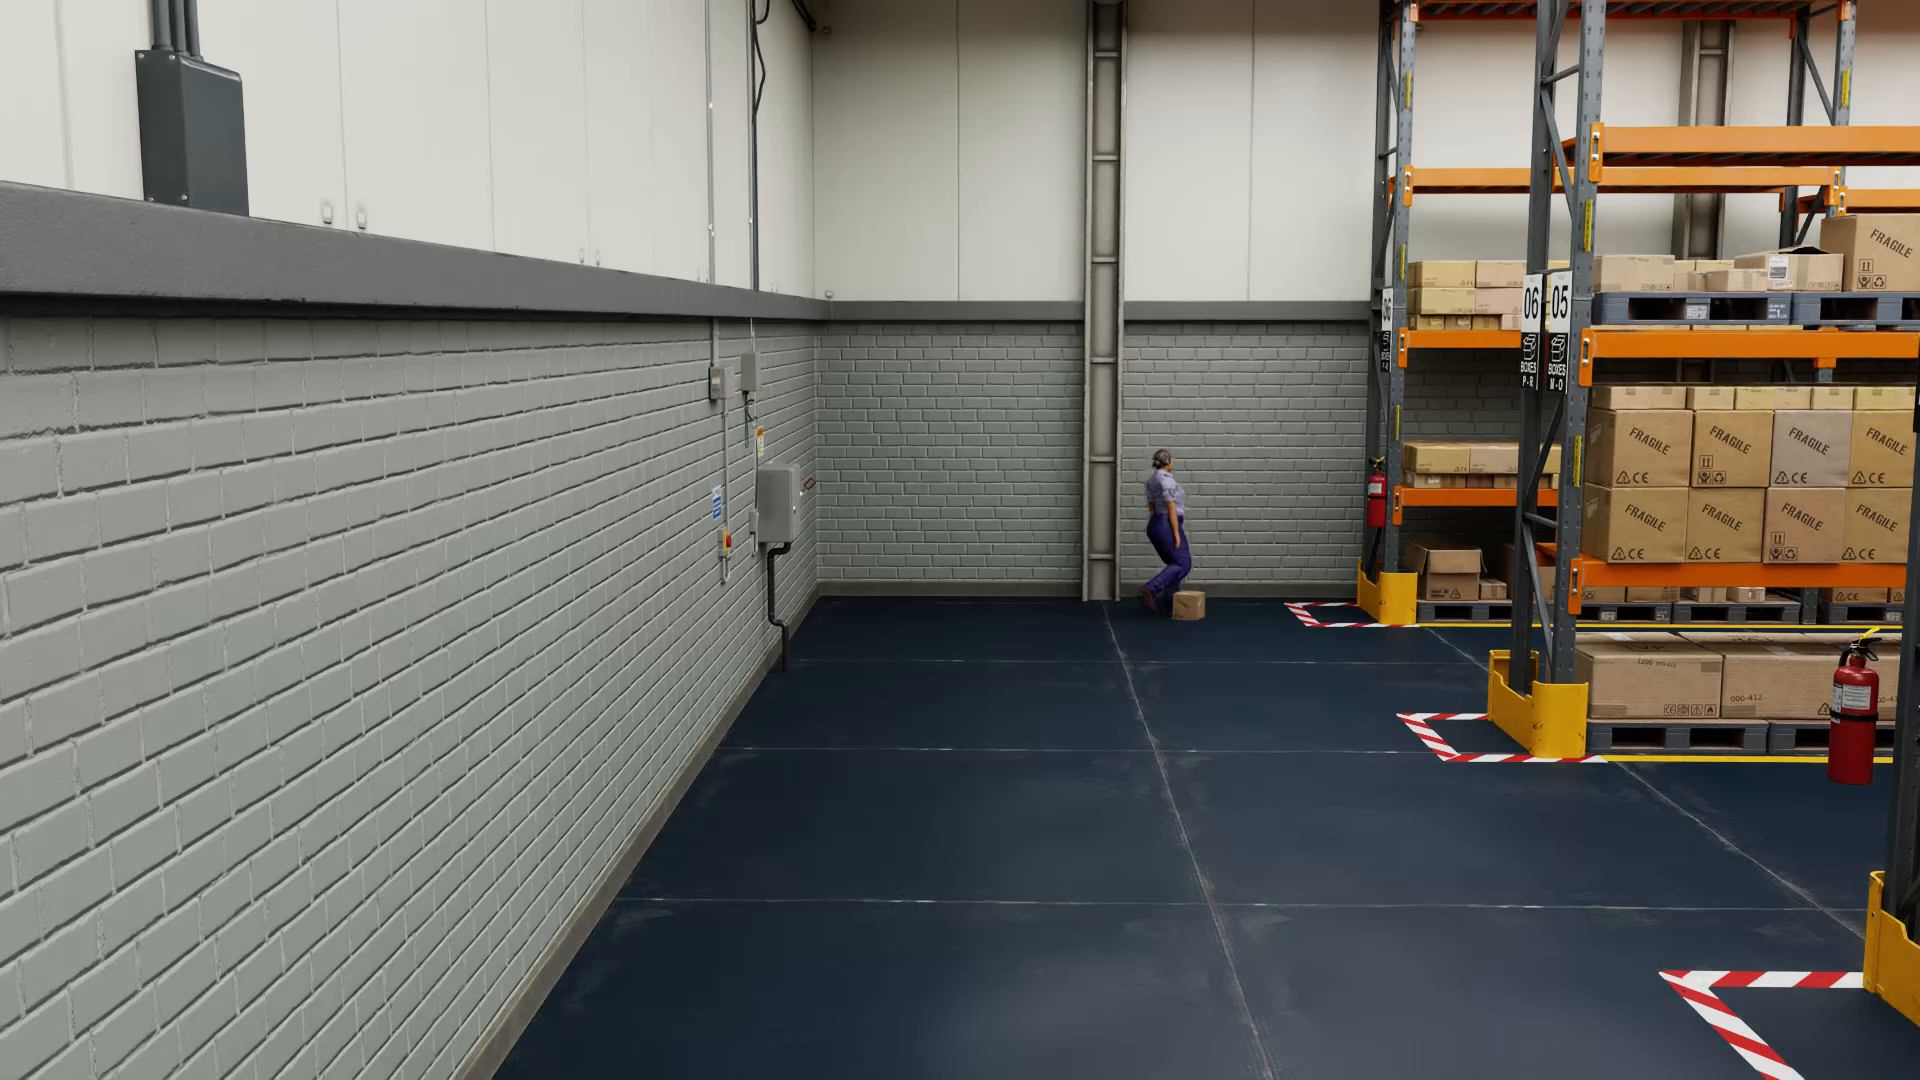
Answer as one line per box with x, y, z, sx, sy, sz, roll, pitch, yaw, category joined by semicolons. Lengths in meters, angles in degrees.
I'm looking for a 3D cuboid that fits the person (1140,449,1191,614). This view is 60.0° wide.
1.998;-0.074;16.309;0.611;1.625;0.534;-2;8;-15;person
